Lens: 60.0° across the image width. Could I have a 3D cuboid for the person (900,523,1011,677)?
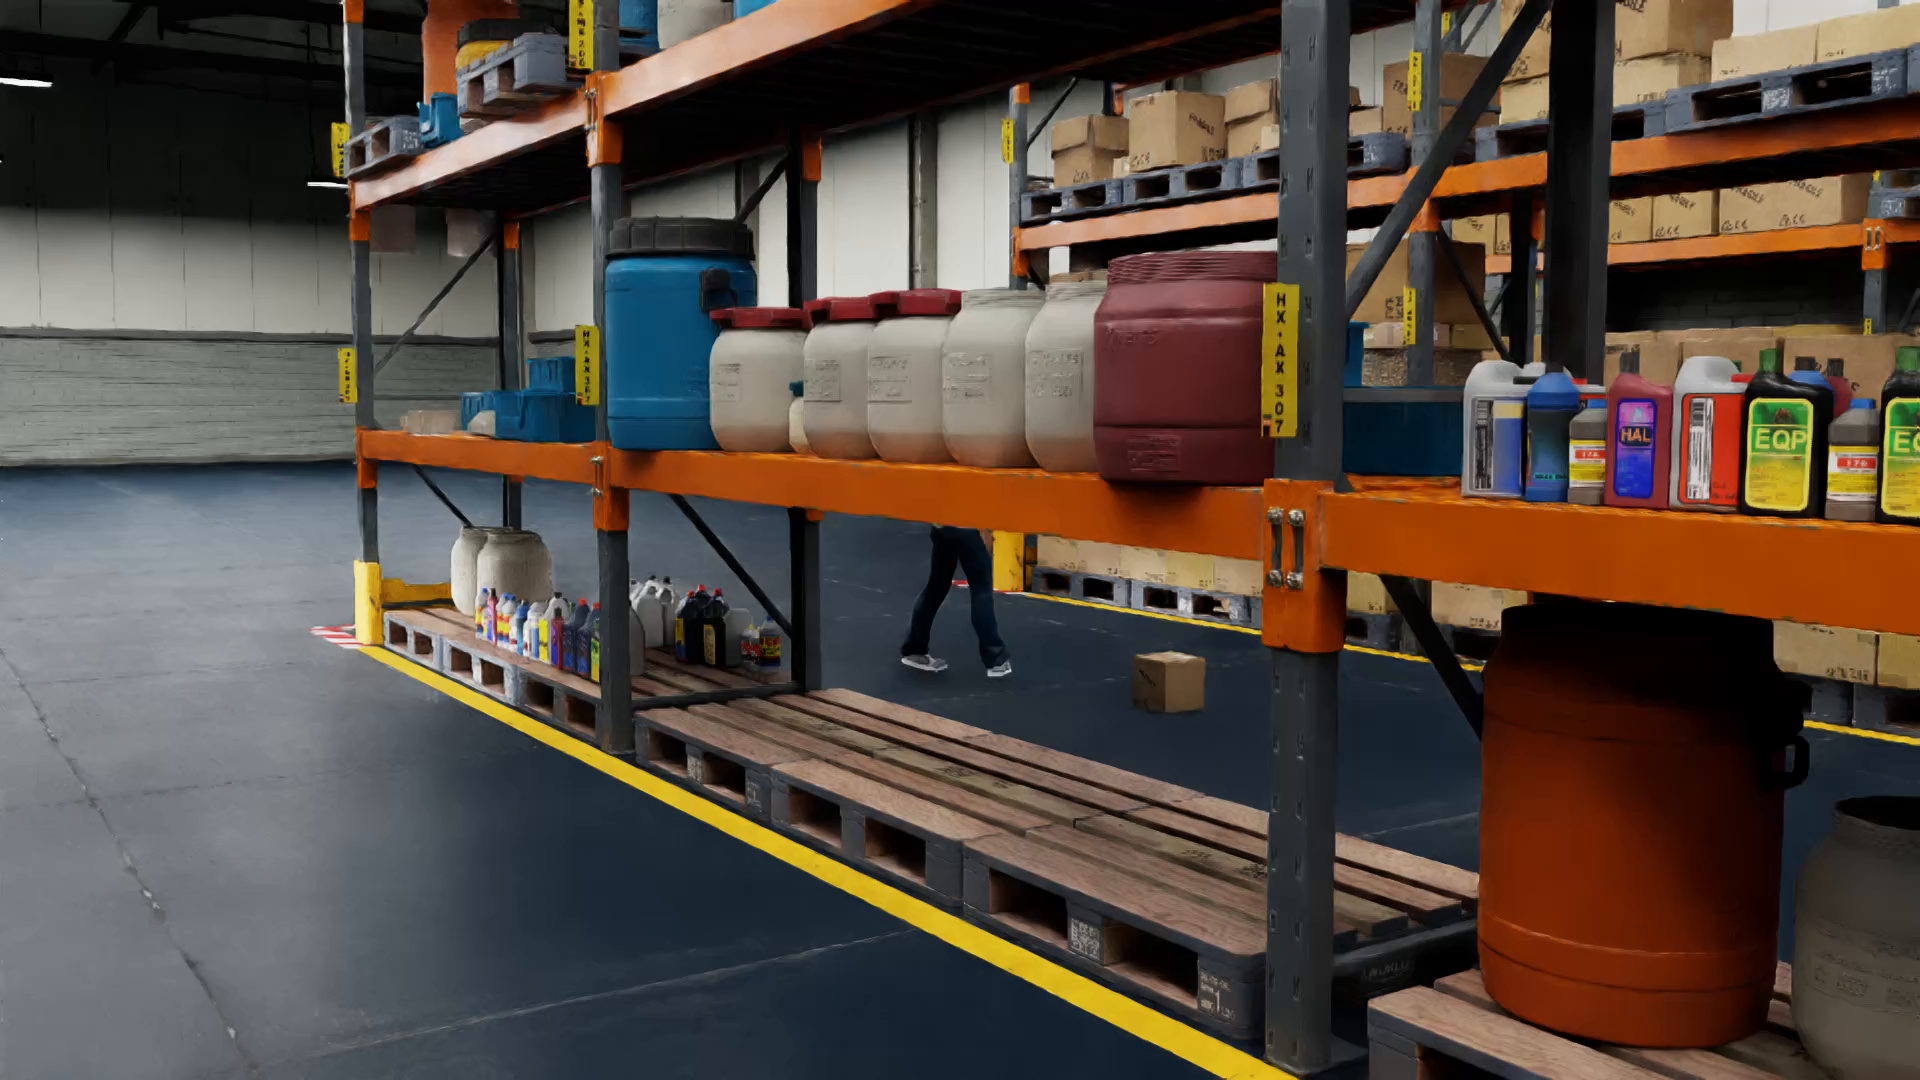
[{"bbox_3d":[-0.005,-0.052,8.970,0.546,1.590,0.530,-2,5,-20],"label":"person"}]
